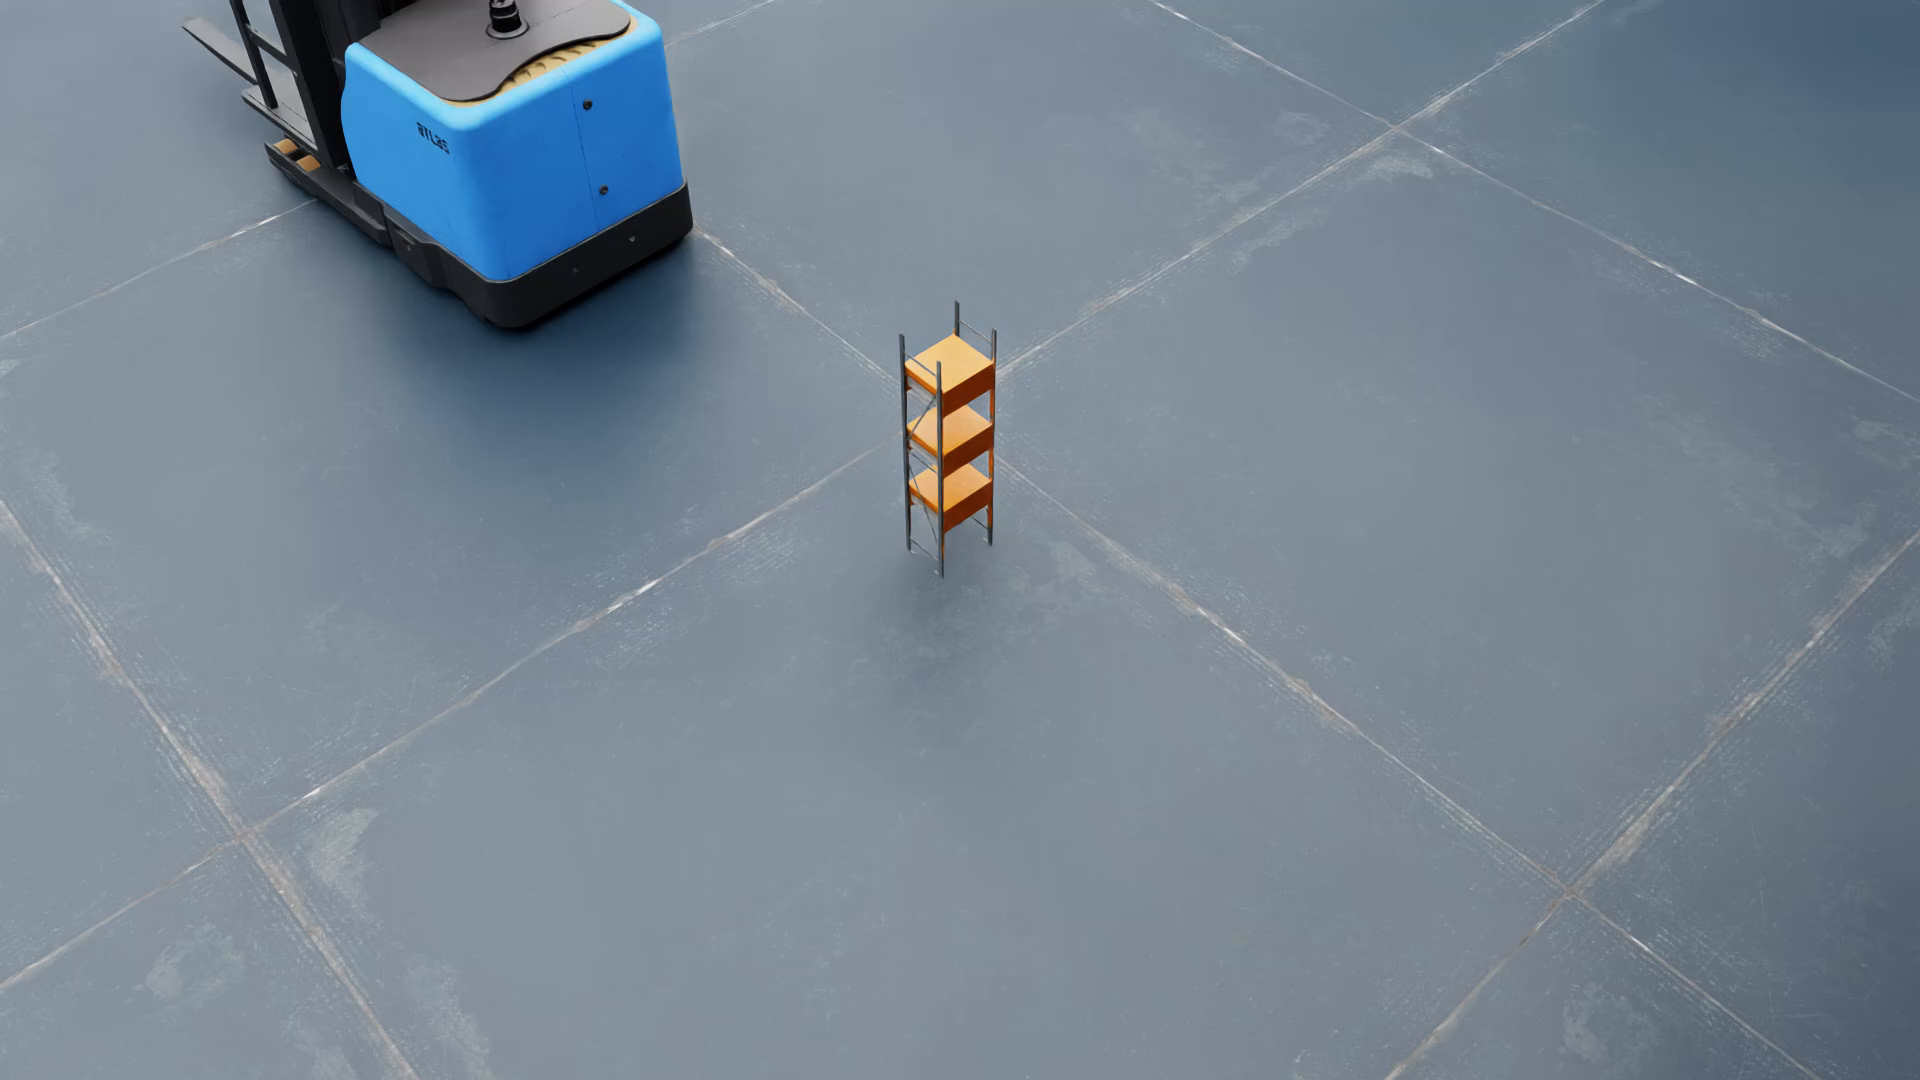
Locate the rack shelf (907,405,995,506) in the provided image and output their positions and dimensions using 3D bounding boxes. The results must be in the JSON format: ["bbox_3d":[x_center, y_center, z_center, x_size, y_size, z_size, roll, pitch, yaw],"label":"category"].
[{"bbox_3d":[-0.040,-0.322,5.848,0.240,0.259,0.215,-34,56,-27],"label":"rack shelf"}]

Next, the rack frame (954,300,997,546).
[{"bbox_3d":[0.051,-0.390,5.895,0.008,1.050,0.200,-34,56,-27],"label":"rack frame"}]

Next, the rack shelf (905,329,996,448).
[{"bbox_3d":[-0.040,-0.515,5.639,0.240,0.259,0.215,-34,56,-27],"label":"rack shelf"}]

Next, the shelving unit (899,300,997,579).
[{"bbox_3d":[-0.040,-0.330,5.840,0.252,1.050,0.215,-34,56,-27],"label":"shelving unit"}]

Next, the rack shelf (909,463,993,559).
[{"bbox_3d":[-0.040,-0.134,6.052,0.240,0.259,0.215,-34,56,-27],"label":"rack shelf"}]

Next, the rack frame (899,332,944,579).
[{"bbox_3d":[-0.130,-0.269,5.784,0.008,1.050,0.200,-34,56,-27],"label":"rack frame"}]

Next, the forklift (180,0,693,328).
[{"bbox_3d":[-2.603,-2.854,6.889,3.031,2.935,1.130,36,57,28],"label":"forklift"}]
